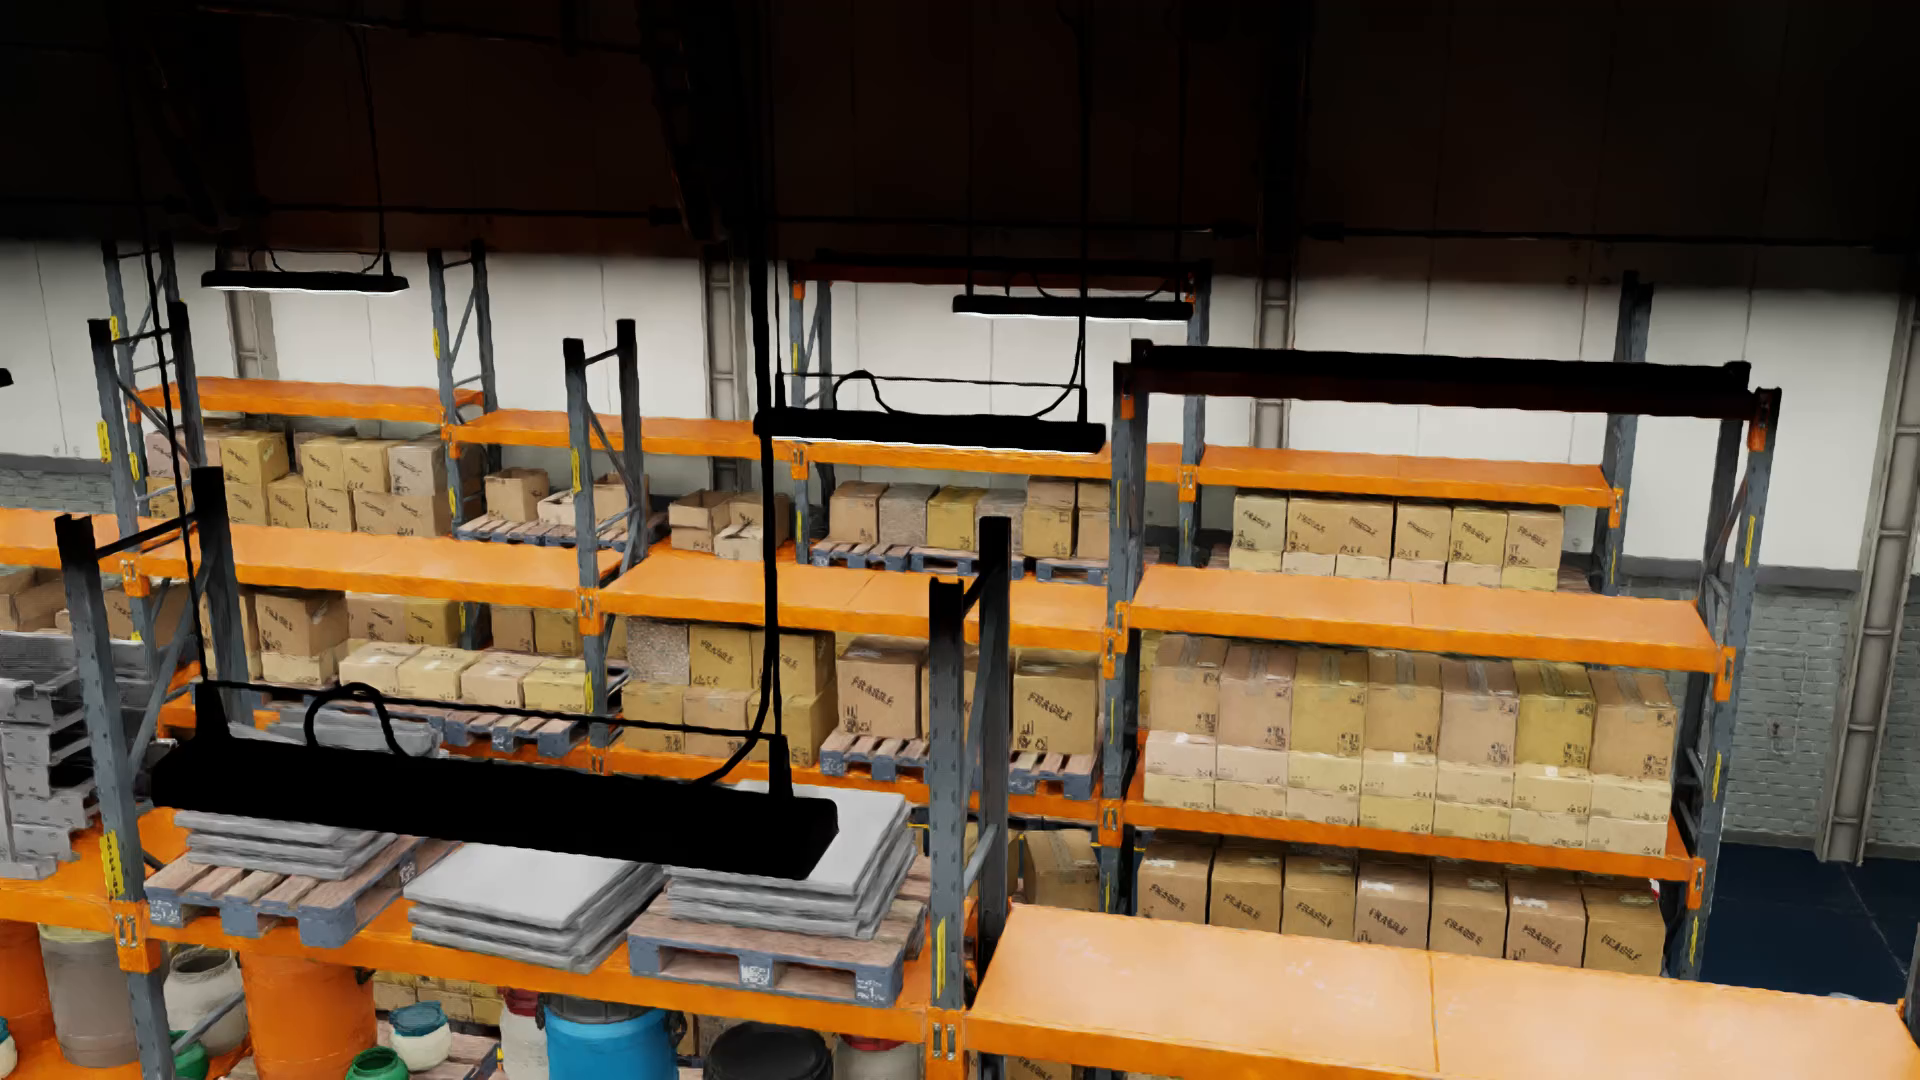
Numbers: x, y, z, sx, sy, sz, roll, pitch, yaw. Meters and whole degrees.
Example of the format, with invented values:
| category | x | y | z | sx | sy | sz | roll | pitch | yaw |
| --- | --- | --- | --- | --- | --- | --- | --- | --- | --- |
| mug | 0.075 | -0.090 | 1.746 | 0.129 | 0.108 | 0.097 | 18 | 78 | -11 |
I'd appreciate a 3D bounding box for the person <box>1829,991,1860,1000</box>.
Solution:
| category | x | y | z | sx | sy | sz | roll | pitch | yaw |
| --- | --- | --- | --- | --- | --- | --- | --- | --- | --- |
| person | 6.189 | 3.970 | 11.849 | 0.511 | 1.675 | 0.510 | -11 | 19 | -32 |
